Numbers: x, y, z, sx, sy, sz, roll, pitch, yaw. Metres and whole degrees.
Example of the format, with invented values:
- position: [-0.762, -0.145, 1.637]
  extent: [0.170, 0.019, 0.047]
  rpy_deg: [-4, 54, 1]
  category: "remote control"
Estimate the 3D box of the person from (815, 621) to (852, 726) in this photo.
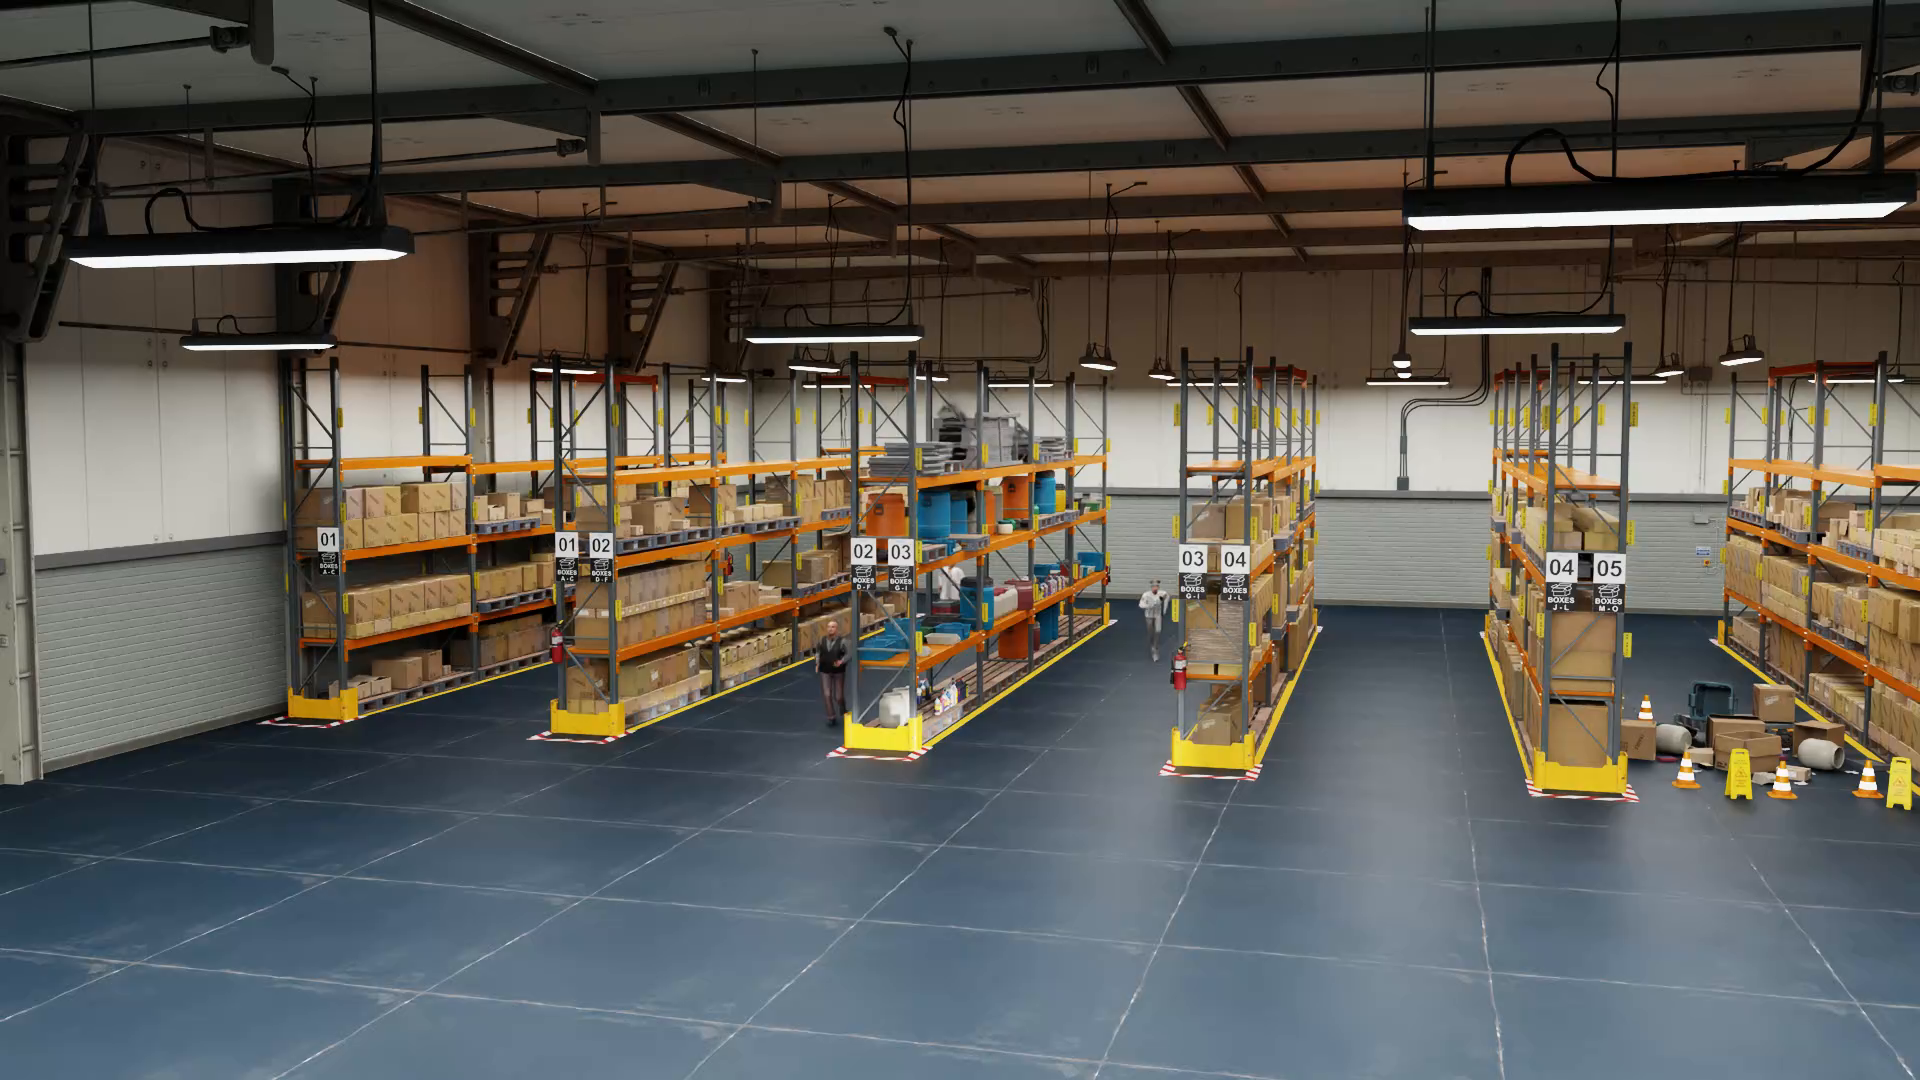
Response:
- position: [-2.074, 2.166, 27.160]
  extent: [0.658, 1.687, 0.716]
  rpy_deg: [1, 4, 9]
  category: "person"

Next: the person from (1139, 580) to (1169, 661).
- position: [4.045, 1.639, 34.672]
  extent: [0.609, 1.694, 0.921]
  rpy_deg: [1, 4, 8]
  category: "person"

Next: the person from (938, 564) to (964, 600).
- position: [-0.211, 1.285, 38.363]
  extent: [0.704, 1.801, 1.046]
  rpy_deg: [1, 4, 14]
  category: "person"

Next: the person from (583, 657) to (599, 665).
- position: [-6.745, 1.973, 30.706]
  extent: [0.615, 1.626, 1.003]
  rpy_deg: [1, 4, 9]
  category: "person"
